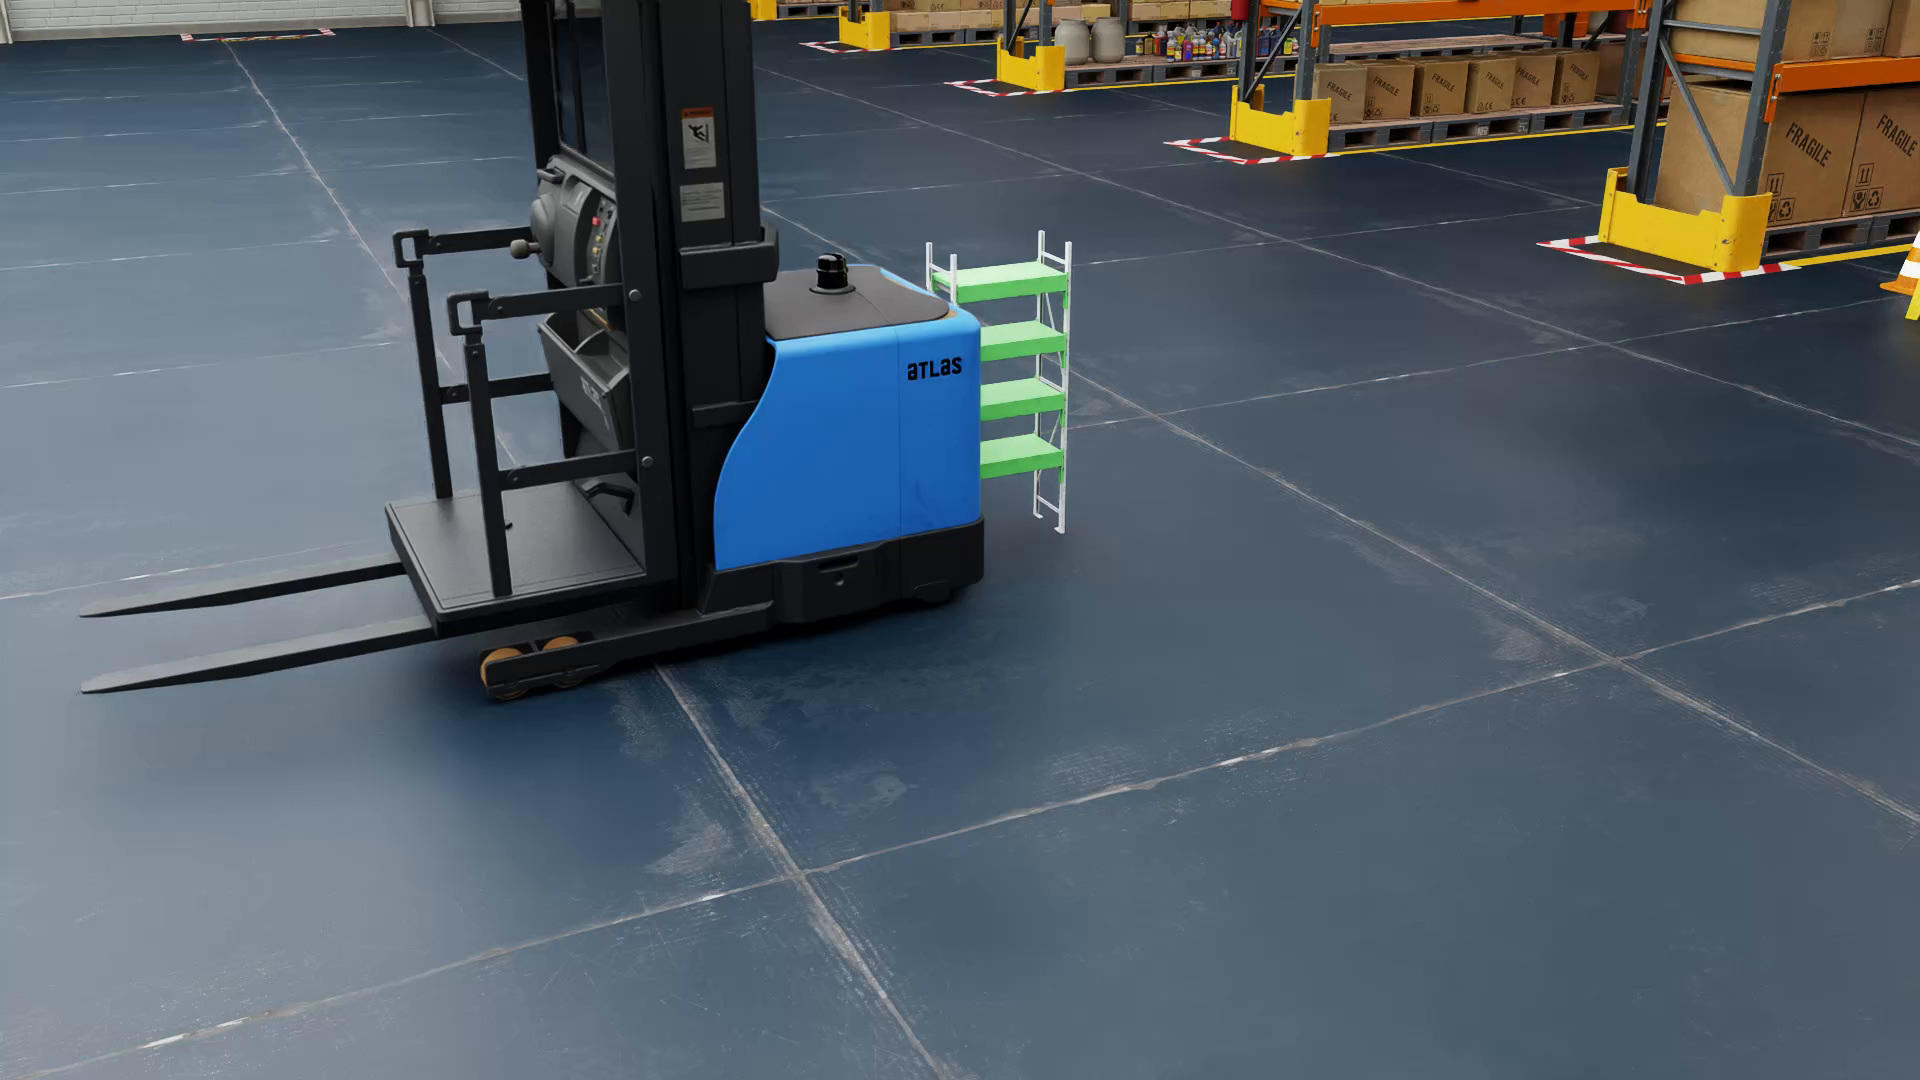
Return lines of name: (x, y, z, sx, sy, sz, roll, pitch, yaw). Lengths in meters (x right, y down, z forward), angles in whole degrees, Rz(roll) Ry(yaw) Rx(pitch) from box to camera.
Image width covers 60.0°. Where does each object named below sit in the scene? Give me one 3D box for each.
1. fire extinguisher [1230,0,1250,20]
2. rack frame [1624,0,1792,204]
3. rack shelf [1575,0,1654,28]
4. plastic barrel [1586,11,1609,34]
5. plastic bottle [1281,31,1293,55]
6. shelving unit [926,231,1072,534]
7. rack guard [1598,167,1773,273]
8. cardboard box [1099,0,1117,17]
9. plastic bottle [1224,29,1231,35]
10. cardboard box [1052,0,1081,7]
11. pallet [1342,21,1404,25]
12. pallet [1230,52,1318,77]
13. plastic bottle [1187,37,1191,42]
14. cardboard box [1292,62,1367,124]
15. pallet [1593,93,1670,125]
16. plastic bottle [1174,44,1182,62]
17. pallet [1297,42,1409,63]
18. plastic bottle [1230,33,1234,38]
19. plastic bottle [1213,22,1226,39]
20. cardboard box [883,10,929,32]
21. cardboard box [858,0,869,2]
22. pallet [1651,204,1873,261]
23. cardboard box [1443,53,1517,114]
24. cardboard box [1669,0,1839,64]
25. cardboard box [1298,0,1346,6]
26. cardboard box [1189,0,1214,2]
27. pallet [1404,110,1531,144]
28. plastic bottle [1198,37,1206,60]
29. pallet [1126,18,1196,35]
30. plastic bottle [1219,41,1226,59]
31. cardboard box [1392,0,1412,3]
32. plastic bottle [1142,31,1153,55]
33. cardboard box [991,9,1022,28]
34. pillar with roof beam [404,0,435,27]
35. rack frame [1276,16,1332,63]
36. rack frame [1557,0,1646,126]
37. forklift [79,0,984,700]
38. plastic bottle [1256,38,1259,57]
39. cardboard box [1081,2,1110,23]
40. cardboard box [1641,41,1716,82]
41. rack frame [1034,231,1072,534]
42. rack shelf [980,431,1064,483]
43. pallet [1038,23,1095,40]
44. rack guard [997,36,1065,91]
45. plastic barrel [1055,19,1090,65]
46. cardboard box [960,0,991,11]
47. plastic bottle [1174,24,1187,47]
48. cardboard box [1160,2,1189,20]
fire extinguisher: (2.635, -5.214, 15.526, 0.183, 0.674, 0.296, -10, 25, -24)
rack frame: (4.998, -3.384, 11.003, 0.127, 3.000, 1.000, -10, 25, -24)
rack shelf: (8.345, -5.773, 17.715, 4.000, 0.370, 1.077, -10, 25, -24)
plastic barrel: (8.902, -7.400, 23.409, 0.421, 0.512, 0.421, 0, 22, 0)
plastic bottle: (4.104, -6.235, 20.868, 0.133, 0.283, 0.061, -9, 24, -21)
shelving unit: (0.149, -0.582, 6.587, 0.503, 1.200, 0.258, -10, 25, -24)
rack guard: (4.977, -2.225, 11.472, 0.348, 0.500, 1.175, -10, 25, -24)
cardboard box: (2.497, -8.280, 25.878, 0.500, 0.250, 0.500, -11, 25, -24)
plastic bottle: (3.409, -6.367, 21.201, 0.097, 0.271, 0.097, 0, 22, 0)
cardboard box: (1.471, -8.227, 24.769, 0.500, 0.500, 0.500, -10, 25, -24)
pallet: (6.543, -8.674, 27.429, 1.213, 0.211, 1.003, -10, 25, -24)
pallet: (3.771, -6.095, 21.199, 1.213, 0.211, 1.003, -10, 25, -24)
plastic bottle: (2.858, -6.233, 20.969, 0.097, 0.201, 0.097, 0, 22, 0)
cardboard box: (3.508, -4.247, 15.807, 0.500, 0.500, 0.500, -6, 23, -14)
pallet: (7.243, -4.615, 17.623, 1.213, 0.211, 1.003, -10, 25, -24)
plastic bottle: (2.652, -5.938, 20.256, 0.097, 0.201, 0.097, 0, 22, 0)
pallet: (5.085, -6.336, 21.780, 1.213, 0.211, 1.003, -10, 25, -24)
plastic bottle: (3.408, -6.168, 20.706, 0.133, 0.283, 0.061, -10, 25, -24)
plastic bottle: (3.317, -6.438, 21.269, 0.185, 0.351, 0.144, -12, 25, -26)
cardboard box: (-0.775, -7.461, 23.897, 0.500, 0.250, 0.500, -10, 25, -24)
cardboard box: (-1.648, -9.562, 28.622, 0.500, 0.500, 0.700, -12, 25, -27)
pallet: (5.685, -2.255, 11.922, 1.213, 0.211, 1.003, -10, 25, -24)
cardboard box: (5.127, -4.532, 16.497, 0.500, 0.500, 0.500, -13, 26, -28)
cardboard box: (5.313, -3.531, 11.161, 0.550, 0.550, 0.875, -10, 25, -24)
cardboard box: (3.299, -4.959, 15.137, 0.250, 0.149, 0.380, -10, 25, -24)
cardboard box: (3.649, -8.521, 25.726, 0.500, 0.311, 0.500, -11, 25, -25)
pallet: (4.852, -4.158, 16.518, 1.213, 0.211, 1.003, -10, 25, -24)
plastic bottle: (2.958, -6.027, 20.379, 0.097, 0.271, 0.097, 0, 22, 0)
pallet: (2.896, -8.036, 25.886, 1.213, 0.211, 1.003, -10, 25, -24)
plastic bottle: (3.233, -6.045, 20.514, 0.097, 0.201, 0.097, 0, 22, 0)
cardboard box: (3.980, -5.079, 15.426, 0.250, 0.149, 0.380, -10, 25, -24)
plastic bottle: (2.352, -6.247, 20.895, 0.133, 0.283, 0.061, -10, 24, -22)
cardboard box: (0.577, -7.709, 24.497, 0.500, 0.250, 0.500, -10, 25, -24)
pillar with roof beam: (-6.790, -10.939, 21.410, 0.400, 9.000, 9.100, -10, 25, -24)
rack frame: (4.394, -7.481, 20.900, 0.127, 3.000, 1.000, -10, 25, -24)
rack frame: (6.543, -5.774, 16.776, 0.127, 3.000, 1.000, -10, 25, -24)
forklift: (-1.464, -1.058, 5.474, 3.031, 2.935, 1.130, -11, 25, -24)
plastic bottle: (3.637, -6.149, 20.660, 0.133, 0.283, 0.061, -9, 24, -20)
cardboard box: (1.926, -7.960, 25.103, 0.500, 0.250, 0.500, -10, 25, -24)
cardboard box: (7.543, -4.989, 17.574, 0.500, 0.500, 0.700, -11, 25, -24)
rack frame: (0.369, -0.622, 6.685, 0.015, 1.200, 0.240, -10, 25, -24)
rack shelf: (0.149, -0.301, 6.703, 0.480, 0.148, 0.258, -10, 25, -24)
pallet: (1.515, -7.782, 25.275, 1.213, 0.211, 1.003, -10, 25, -24)
rack guard: (0.838, -5.691, 19.845, 0.348, 0.500, 1.175, -10, 25, -24)
plastic barrel: (1.350, -5.997, 20.020, 0.421, 0.512, 0.421, 0, 22, 0)
cardboard box: (0.120, -7.978, 24.167, 0.500, 0.500, 0.500, -10, 25, -24)
plastic bottle: (2.766, -6.336, 21.024, 0.185, 0.351, 0.144, -9, 24, -21)
cardboard box: (3.182, -8.178, 25.630, 0.500, 0.250, 0.500, -10, 24, -22)
